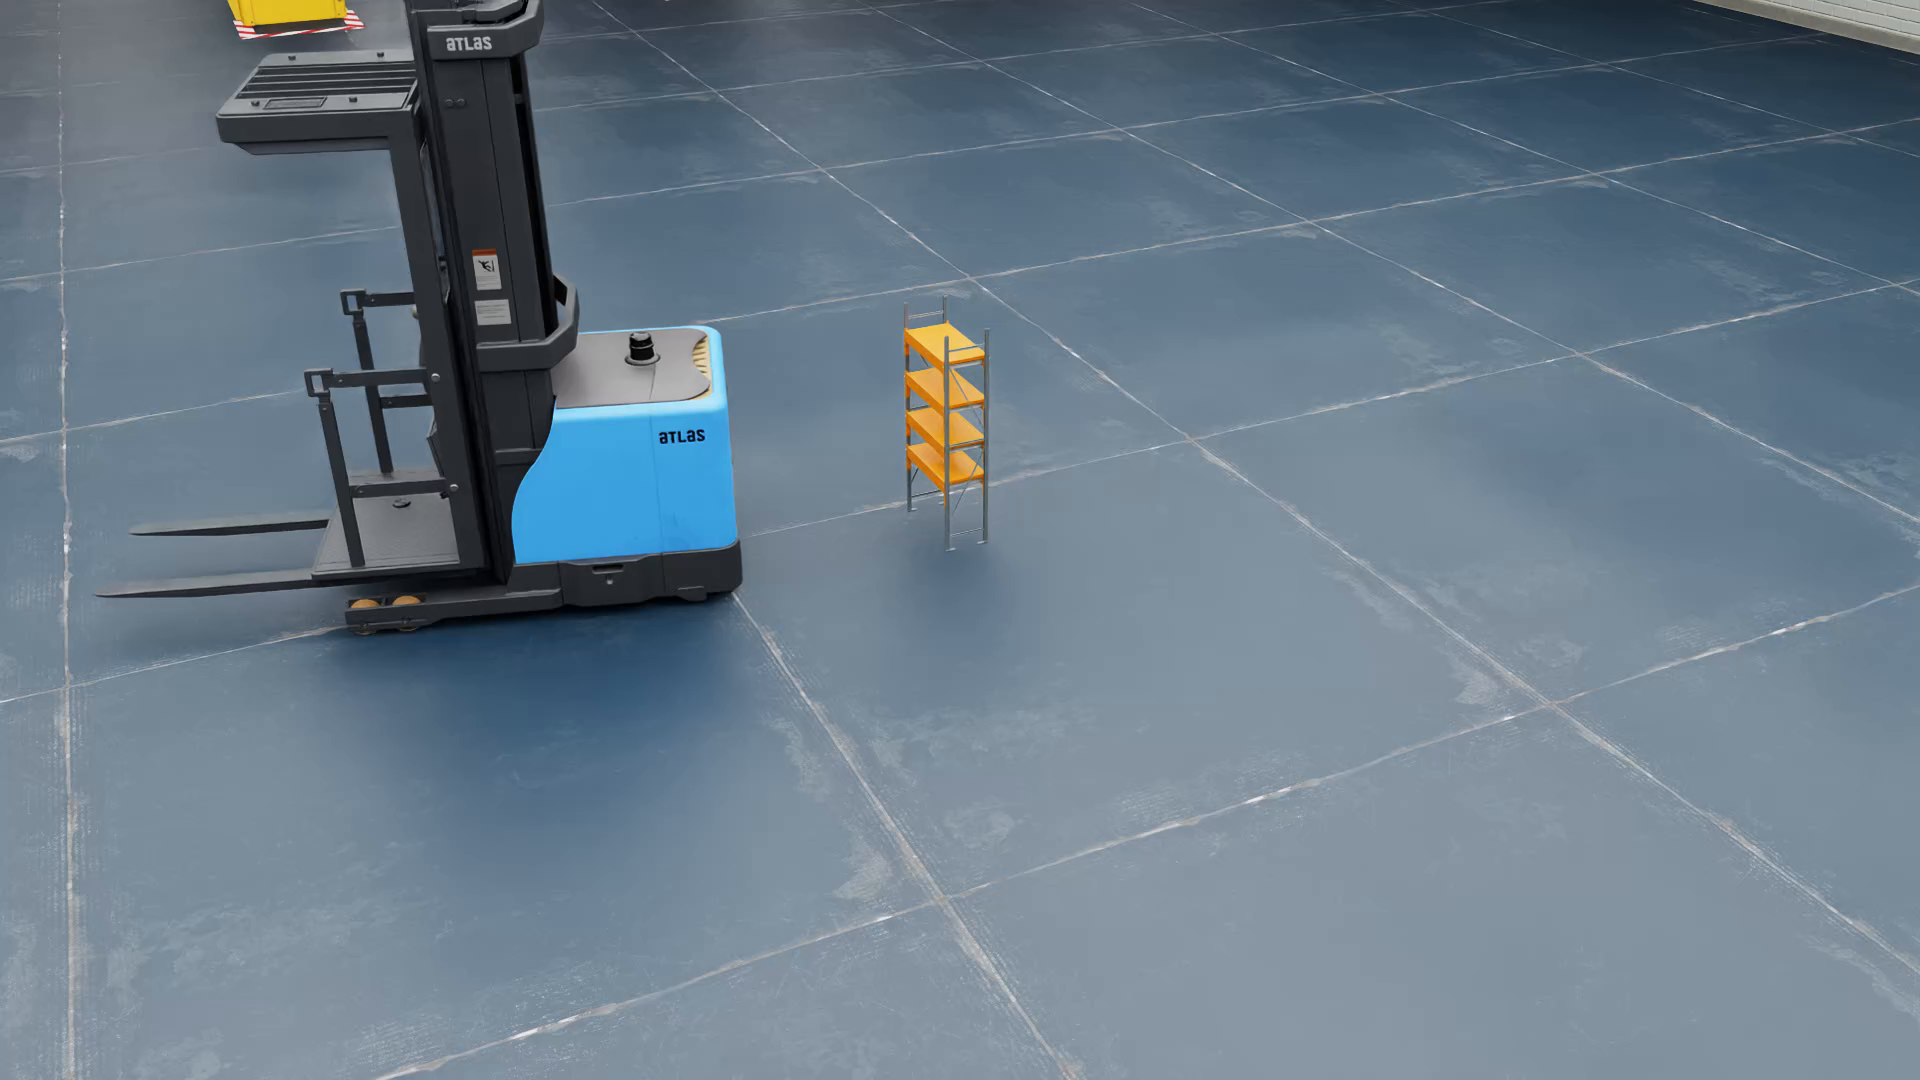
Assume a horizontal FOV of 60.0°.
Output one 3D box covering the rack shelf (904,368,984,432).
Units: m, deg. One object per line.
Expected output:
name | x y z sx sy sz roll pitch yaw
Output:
rack shelf | -0.071 -0.733 8.510 0.258 0.148 0.480 -13 32 -22

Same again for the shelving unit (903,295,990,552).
shelving unit | -0.071 -0.596 8.587 0.258 1.200 0.503 -13 32 -22

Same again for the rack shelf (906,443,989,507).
rack shelf | -0.071 -0.365 8.717 0.258 0.148 0.480 -13 32 -22

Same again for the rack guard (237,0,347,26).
rack guard | -7.934 -6.433 19.711 1.175 0.500 0.348 -13 32 -22

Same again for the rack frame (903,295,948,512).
rack frame | -0.176 -0.704 8.779 0.240 1.200 0.015 -13 32 -22

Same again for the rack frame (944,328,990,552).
rack frame | 0.034 -0.489 8.395 0.240 1.200 0.015 -13 32 -22

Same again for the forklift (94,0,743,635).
forklift | -2.640 -1.104 7.723 3.031 2.935 1.130 -5 30 -8

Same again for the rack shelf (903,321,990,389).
rack shelf | -0.071 -0.939 8.395 0.258 0.148 0.480 -13 32 -22

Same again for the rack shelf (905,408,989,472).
rack shelf | -0.071 -0.538 8.620 0.258 0.148 0.480 -13 32 -22
